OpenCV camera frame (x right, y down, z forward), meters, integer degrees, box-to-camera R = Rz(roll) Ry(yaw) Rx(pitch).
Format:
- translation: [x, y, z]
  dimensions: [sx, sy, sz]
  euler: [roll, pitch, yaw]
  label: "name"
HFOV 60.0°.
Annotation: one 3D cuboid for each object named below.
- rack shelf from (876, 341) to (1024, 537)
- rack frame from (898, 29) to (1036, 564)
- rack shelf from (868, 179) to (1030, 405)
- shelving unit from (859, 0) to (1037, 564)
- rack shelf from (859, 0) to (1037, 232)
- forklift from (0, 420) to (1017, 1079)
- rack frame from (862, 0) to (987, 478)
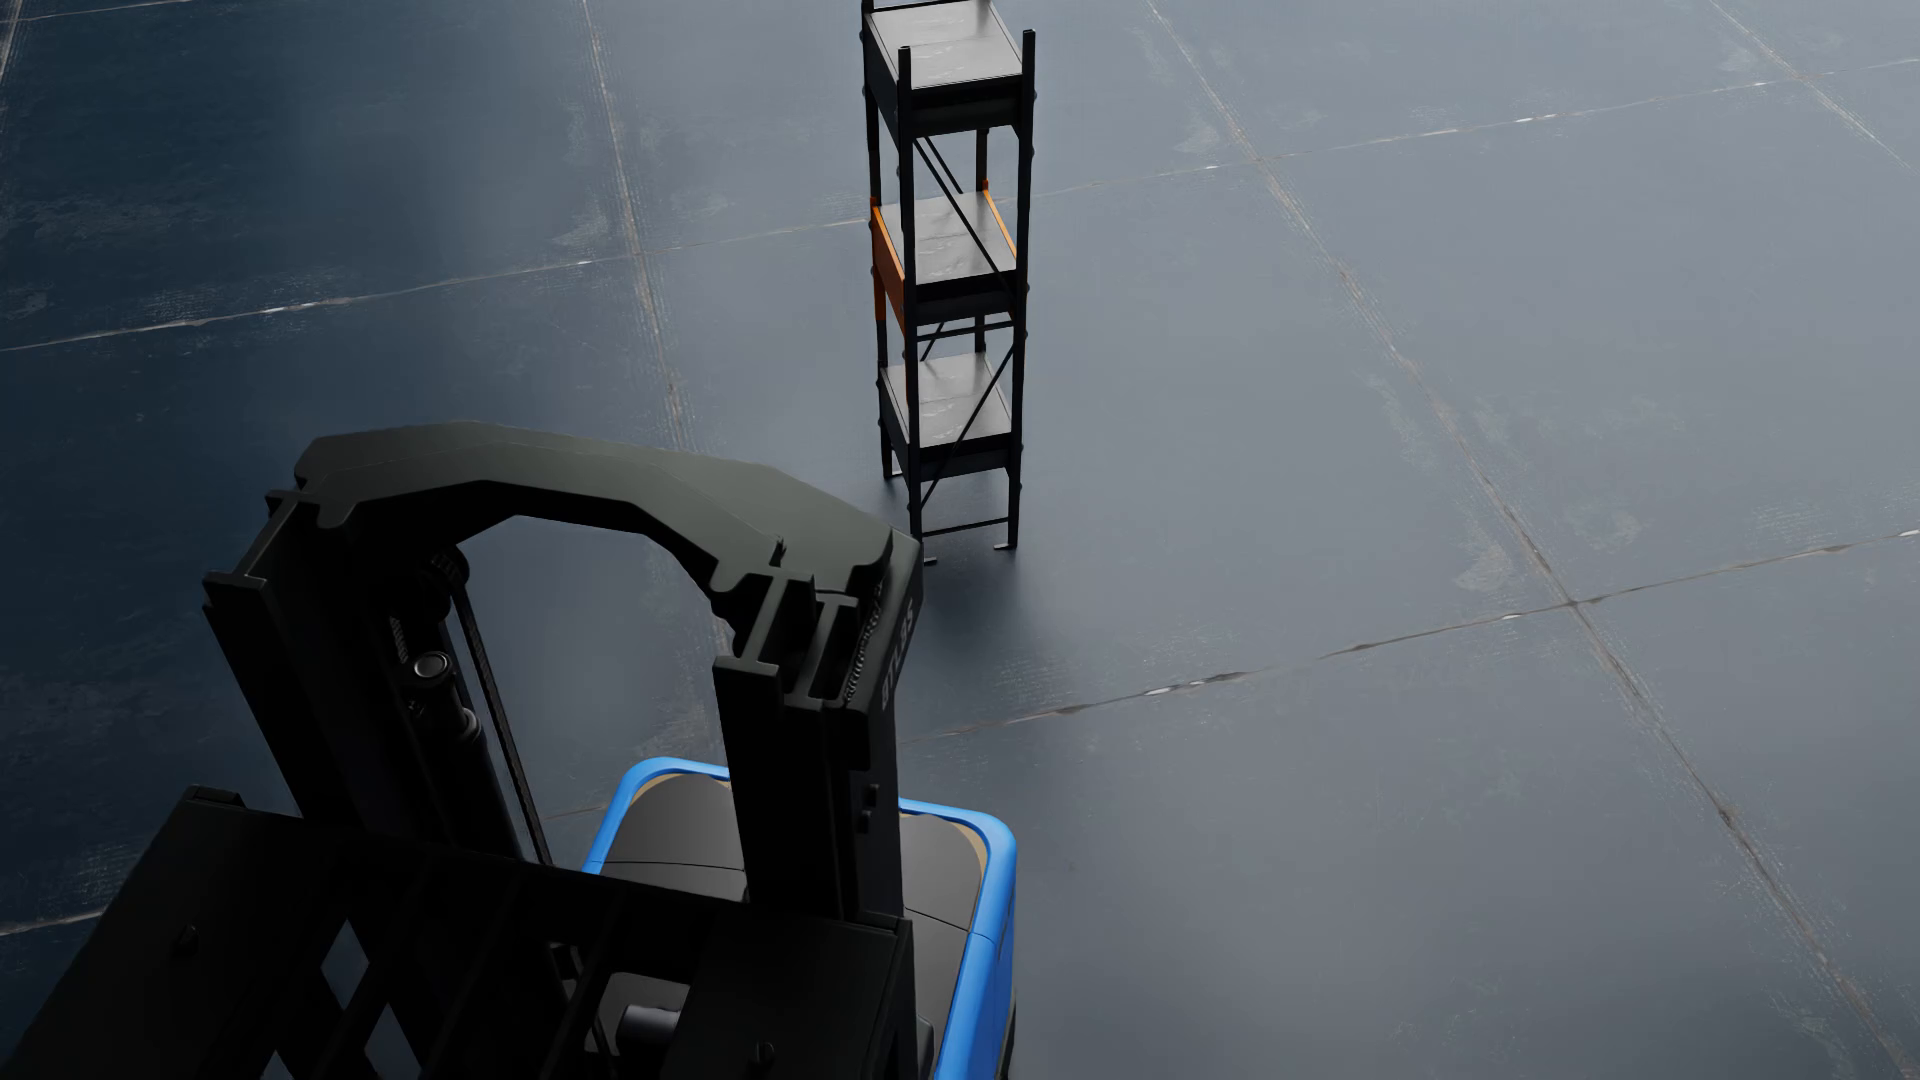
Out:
- translation: [-0.042, -0.350, 6.122]
  dimensions: [0.431, 0.518, 0.480]
  euler: [-11, 47, -10]
  label: "rack shelf"
- translation: [0.020, -0.681, 5.447]
  dimensions: [0.400, 2.100, 0.015]
  euler: [-11, 47, -10]
  label: "rack frame"
- translation: [-0.042, -0.840, 5.622]
  dimensions: [0.431, 0.518, 0.480]
  euler: [-11, 47, -10]
  label: "rack shelf"
- translation: [-0.042, -0.849, 5.612]
  dimensions: [0.431, 2.100, 0.503]
  euler: [-11, 47, -10]
  label: "shelving unit"
- translation: [-0.042, -1.330, 5.122]
  dimensions: [0.431, 0.518, 0.480]
  euler: [-11, 47, -10]
  label: "rack shelf"
- translation: [-0.657, 1.367, 2.858]
  dimensions: [1.130, 2.935, 3.031]
  euler: [9, 46, 8]
  label: "forklift"
- translation: [-0.105, -1.018, 5.777]
  dimensions: [0.400, 2.100, 0.015]
  euler: [-11, 47, -10]
  label: "rack frame"
